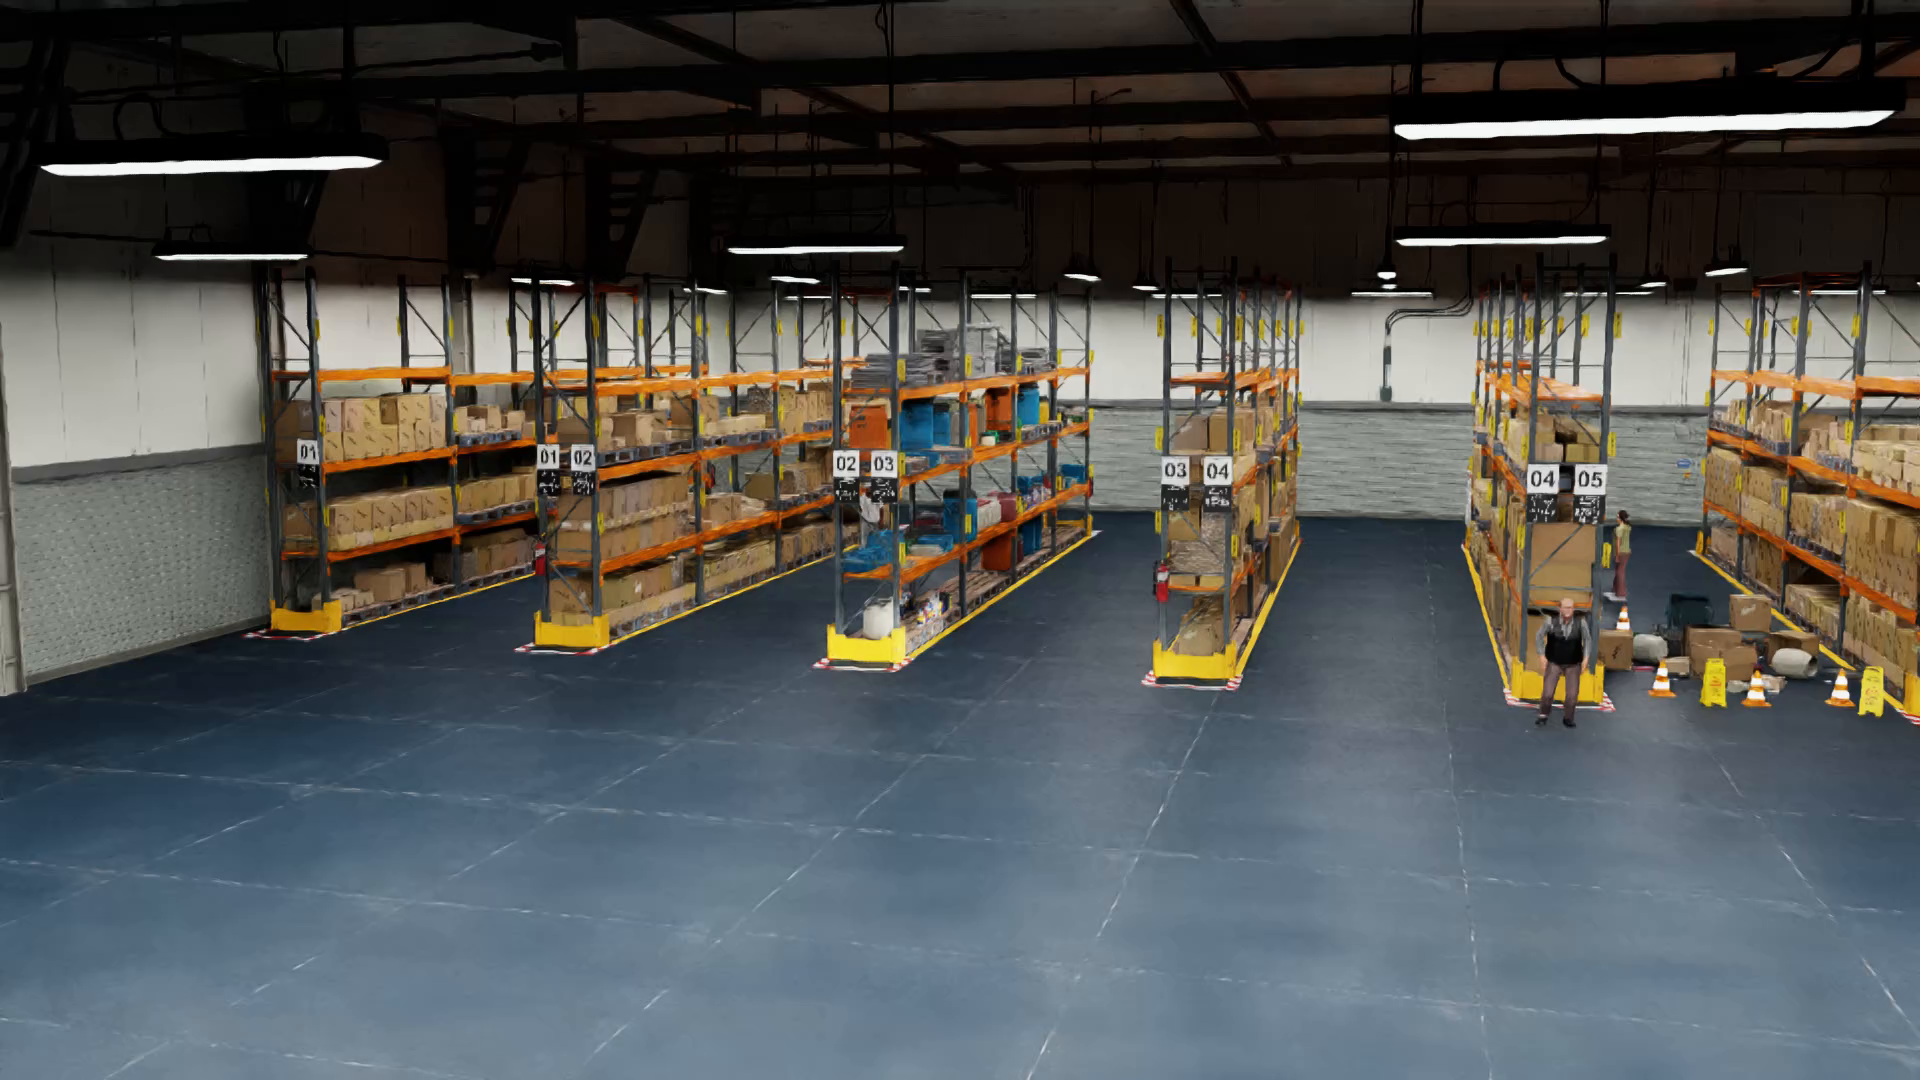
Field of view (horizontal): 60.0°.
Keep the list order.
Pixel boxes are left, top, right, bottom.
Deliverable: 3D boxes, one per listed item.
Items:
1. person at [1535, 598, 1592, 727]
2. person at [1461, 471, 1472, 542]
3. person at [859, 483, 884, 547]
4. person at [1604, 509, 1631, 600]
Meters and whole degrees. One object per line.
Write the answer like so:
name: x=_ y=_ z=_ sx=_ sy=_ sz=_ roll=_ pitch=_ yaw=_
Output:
person: x=7.581 y=1.536 z=20.918 sx=0.677 sy=1.674 sz=0.534 roll=2 pitch=7 yaw=13
person: x=12.139 y=-0.833 z=39.135 sx=0.599 sy=1.781 sz=0.569 roll=-3 pitch=8 yaw=-26
person: x=-1.951 y=-0.466 z=36.446 sx=0.575 sy=1.689 sz=1.128 roll=2 pitch=7 yaw=12
person: x=12.179 y=0.262 z=30.771 sx=0.477 sy=1.675 sz=0.493 roll=7 pitch=10 yaw=44
